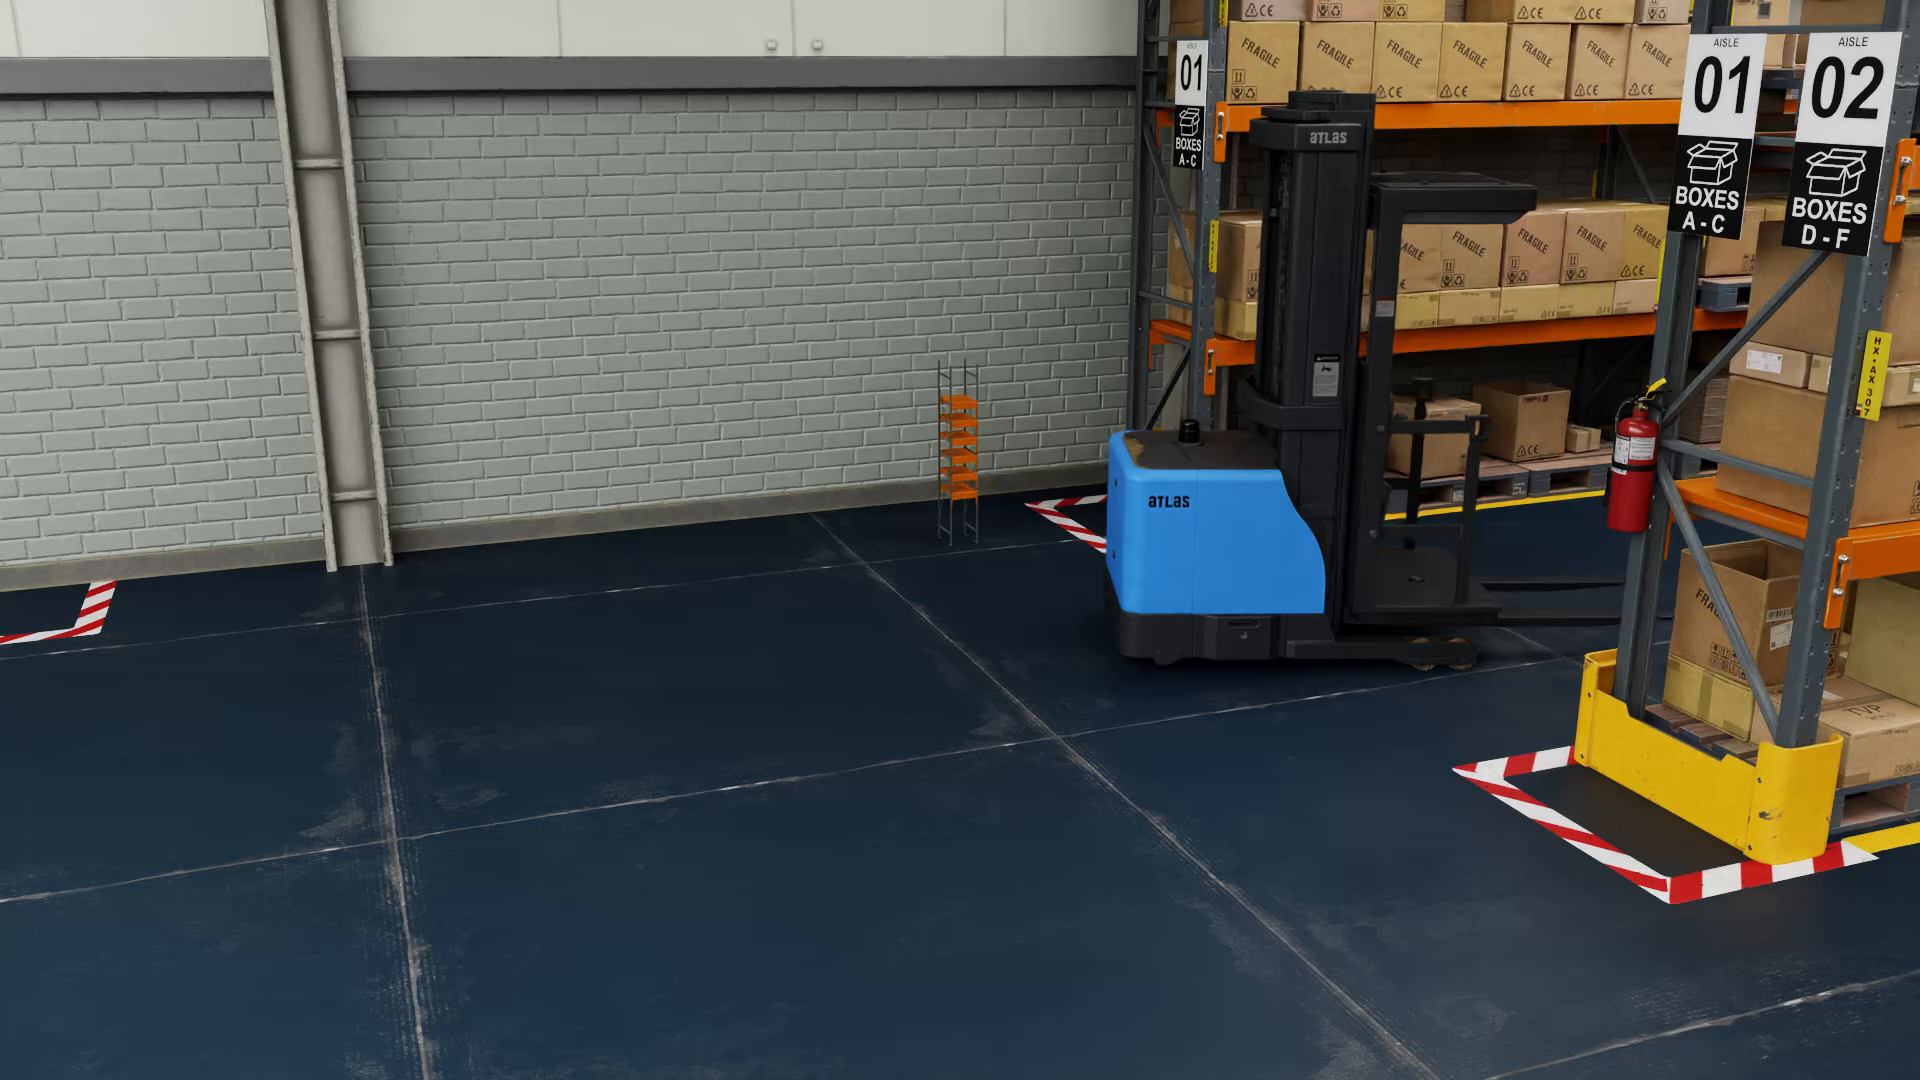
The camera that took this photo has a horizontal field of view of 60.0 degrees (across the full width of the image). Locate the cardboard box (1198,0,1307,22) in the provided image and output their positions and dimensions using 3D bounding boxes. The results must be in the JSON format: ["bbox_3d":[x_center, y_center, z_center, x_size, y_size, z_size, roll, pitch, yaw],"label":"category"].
[{"bbox_3d":[1.872,-3.559,10.583,0.500,0.500,0.500,-8,18,-24],"label":"cardboard box"}]

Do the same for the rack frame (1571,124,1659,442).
[{"bbox_3d":[5.160,-2.011,12.622,0.127,3.000,1.000,-6,17,-20],"label":"rack frame"}]

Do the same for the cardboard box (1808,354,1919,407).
[{"bbox_3d":[3.645,-0.647,6.648,0.250,0.149,0.380,-6,18,-20],"label":"cardboard box"}]

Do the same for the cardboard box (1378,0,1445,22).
[{"bbox_3d":[2.833,-3.651,10.896,0.500,0.500,0.500,-6,17,-19],"label":"cardboard box"}]

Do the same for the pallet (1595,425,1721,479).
[{"bbox_3d":[5.887,-0.752,13.284,1.213,0.211,1.003,-6,17,-20],"label":"pallet"}]

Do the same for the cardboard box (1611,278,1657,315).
[{"bbox_3d":[4.826,-1.821,12.206,0.500,0.250,0.500,-6,17,-20],"label":"cardboard box"}]

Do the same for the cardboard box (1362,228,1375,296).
[{"bbox_3d":[2.444,-1.921,11.217,0.500,0.500,0.500,-6,17,-20],"label":"cardboard box"}]

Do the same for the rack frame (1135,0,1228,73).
[{"bbox_3d":[1.425,-4.486,10.403,0.127,3.000,1.000,-6,17,-20],"label":"rack frame"}]

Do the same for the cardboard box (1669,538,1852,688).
[{"bbox_3d":[3.595,0.321,7.485,0.500,0.500,0.500,-6,17,-20],"label":"cardboard box"}]

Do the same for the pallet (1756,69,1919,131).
[{"bbox_3d":[3.871,-1.766,6.621,1.213,0.211,1.003,-6,17,-20],"label":"pallet"}]

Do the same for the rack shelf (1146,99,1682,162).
[{"bbox_3d":[3.293,-2.903,11.614,4.000,0.370,1.077,-6,17,-20],"label":"rack shelf"}]

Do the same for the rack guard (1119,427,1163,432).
[{"bbox_3d":[1.496,-0.416,11.627,0.348,0.500,1.175,-6,17,-20],"label":"rack guard"}]

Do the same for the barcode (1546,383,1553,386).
[{"bbox_3d":[4.570,-1.185,12.897,0.075,0.075,0.001,-6,17,-20],"label":"barcode"}]

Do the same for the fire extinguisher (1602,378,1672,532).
[{"bbox_3d":[2.925,-0.378,7.198,0.183,0.674,0.296,-6,17,-20],"label":"fire extinguisher"}]

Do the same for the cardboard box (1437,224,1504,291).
[{"bbox_3d":[3.406,-2.027,11.576,0.500,0.500,0.500,-6,17,-18],"label":"cardboard box"}]

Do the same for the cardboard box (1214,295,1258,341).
[{"bbox_3d":[1.994,-1.511,11.150,0.500,0.250,0.500,-7,18,-22],"label":"cardboard box"}]

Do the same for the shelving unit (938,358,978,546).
[{"bbox_3d":[-0.014,-0.574,10.924,0.189,1.200,0.258,-6,17,-20],"label":"shelving unit"}]

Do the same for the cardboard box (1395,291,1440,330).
[{"bbox_3d":[2.952,-1.617,11.511,0.500,0.250,0.500,-6,18,-21],"label":"cardboard box"}]

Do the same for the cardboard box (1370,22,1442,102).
[{"bbox_3d":[2.825,-3.170,11.034,0.500,0.500,0.500,-5,17,-18],"label":"cardboard box"}]

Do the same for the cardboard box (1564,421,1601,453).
[{"bbox_3d":[4.671,-0.801,12.749,0.250,0.166,0.380,-9,18,-27],"label":"cardboard box"}]

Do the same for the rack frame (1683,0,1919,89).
[{"bbox_3d":[3.201,-3.183,5.966,0.127,3.000,1.000,-6,17,-20],"label":"rack frame"}]

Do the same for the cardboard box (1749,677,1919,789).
[{"bbox_3d":[3.782,0.818,7.125,0.500,0.250,0.500,-6,17,-20],"label":"cardboard box"}]

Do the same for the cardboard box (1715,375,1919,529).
[{"bbox_3d":[3.642,-0.396,6.946,0.500,0.500,0.700,-6,17,-20],"label":"cardboard box"}]

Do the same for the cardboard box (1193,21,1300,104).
[{"bbox_3d":[1.827,-3.072,10.700,0.500,0.500,0.500,-6,17,-19],"label":"cardboard box"}]

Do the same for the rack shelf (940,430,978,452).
[{"bbox_3d":[-0.014,-0.647,10.903,0.180,0.103,0.258,-6,17,-20],"label":"rack shelf"}]

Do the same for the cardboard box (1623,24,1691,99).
[{"bbox_3d":[4.775,-3.391,11.787,0.500,0.500,0.500,-6,17,-19],"label":"cardboard box"}]

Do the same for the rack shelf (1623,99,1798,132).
[{"bbox_3d":[7.028,-3.307,12.987,4.000,0.370,1.077,-6,17,-20],"label":"rack shelf"}]

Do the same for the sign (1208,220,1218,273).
[{"bbox_3d":[1.619,-1.880,10.641,0.005,0.325,0.100,-6,17,-20],"label":"sign"}]

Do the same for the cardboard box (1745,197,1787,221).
[{"bbox_3d":[6.172,-2.367,12.876,0.500,0.500,0.700,-4,17,-14],"label":"cardboard box"}]

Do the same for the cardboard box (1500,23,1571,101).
[{"bbox_3d":[3.796,-3.278,11.401,0.500,0.500,0.500,-7,18,-22],"label":"cardboard box"}]

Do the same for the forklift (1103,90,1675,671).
[{"bbox_3d":[2.348,-0.869,8.856,3.031,2.935,1.130,0,16,-1],"label":"forklift"}]

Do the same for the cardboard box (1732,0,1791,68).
[{"bbox_3d":[5.699,-3.734,12.242,0.500,0.500,0.500,-4,17,-12],"label":"cardboard box"}]

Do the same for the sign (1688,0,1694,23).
[{"bbox_3d":[3.020,-2.275,6.766,0.005,0.325,0.100,-6,17,-20],"label":"sign"}]

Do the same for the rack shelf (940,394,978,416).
[{"bbox_3d":[-0.014,-0.877,10.835,0.180,0.103,0.258,-6,17,-20],"label":"rack shelf"}]

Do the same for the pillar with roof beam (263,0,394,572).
[{"bbox_3d":[-2.293,-3.047,5.502,0.400,9.000,9.100,-6,17,-20],"label":"pillar with roof beam"}]

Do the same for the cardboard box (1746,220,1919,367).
[{"bbox_3d":[3.691,-1.024,6.782,0.500,0.500,0.700,-6,17,-20],"label":"cardboard box"}]

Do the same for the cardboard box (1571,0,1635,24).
[{"bbox_3d":[4.279,-3.807,11.428,0.500,0.500,0.500,-5,17,-17],"label":"cardboard box"}]

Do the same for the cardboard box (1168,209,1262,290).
[{"bbox_3d":[1.789,-2.008,11.514,0.500,0.500,0.500,-6,18,-21],"label":"cardboard box"}]

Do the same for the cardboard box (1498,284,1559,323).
[{"bbox_3d":[3.894,-1.718,11.856,0.500,0.250,0.500,-6,17,-20],"label":"cardboard box"}]

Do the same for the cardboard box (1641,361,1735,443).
[{"bbox_3d":[5.842,-1.101,13.180,0.500,0.500,0.700,-6,17,-18],"label":"cardboard box"}]

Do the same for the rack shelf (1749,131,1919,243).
[{"bbox_3d":[5.069,-1.600,7.177,4.000,0.370,1.077,-6,17,-20],"label":"rack shelf"}]

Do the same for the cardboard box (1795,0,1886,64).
[{"bbox_3d":[3.739,-2.119,6.489,0.637,0.503,0.797,-5,17,-16],"label":"cardboard box"}]

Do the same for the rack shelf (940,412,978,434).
[{"bbox_3d":[-0.014,-0.762,10.869,0.180,0.103,0.258,-6,17,-20],"label":"rack shelf"}]

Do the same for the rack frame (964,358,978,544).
[{"bbox_3d":[0.072,-0.583,10.956,0.006,1.200,0.240,-6,17,-20],"label":"rack frame"}]

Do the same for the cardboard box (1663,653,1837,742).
[{"bbox_3d":[3.596,0.681,7.589,0.500,0.250,0.500,-6,17,-20],"label":"cardboard box"}]

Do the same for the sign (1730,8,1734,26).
[{"bbox_3d":[5.362,-3.556,11.643,0.005,0.325,0.100,-6,17,-20],"label":"sign"}]

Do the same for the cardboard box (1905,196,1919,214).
[{"bbox_3d":[7.305,-2.492,13.301,0.500,0.500,0.700,-6,17,-20],"label":"cardboard box"}]

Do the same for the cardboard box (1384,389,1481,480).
[{"bbox_3d":[3.339,-0.784,12.099,0.500,0.500,0.700,-7,18,-24],"label":"cardboard box"}]

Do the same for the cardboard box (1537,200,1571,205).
[{"bbox_3d":[4.162,-2.265,12.386,0.500,0.500,0.500,-6,17,-20],"label":"cardboard box"}]

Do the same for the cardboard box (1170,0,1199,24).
[{"bbox_3d":[1.734,-3.696,11.051,0.500,0.500,0.500,-5,17,-18],"label":"cardboard box"}]

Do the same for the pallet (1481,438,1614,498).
[{"bbox_3d":[4.546,-0.596,12.753,1.213,0.211,1.003,-6,17,-20],"label":"pallet"}]

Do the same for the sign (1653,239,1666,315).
[{"bbox_3d":[3.020,-1.118,7.106,0.005,0.325,0.100,-6,17,-20],"label":"sign"}]

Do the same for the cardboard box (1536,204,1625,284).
[{"bbox_3d":[4.365,-2.127,11.919,0.500,0.500,0.500,-6,17,-20],"label":"cardboard box"}]

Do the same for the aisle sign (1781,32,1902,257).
[{"bbox_3d":[3.249,-1.465,6.148,0.004,0.787,0.394,-6,17,-20],"label":"aisle sign"}]

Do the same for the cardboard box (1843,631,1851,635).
[{"bbox_3d":[4.525,0.577,7.945,0.500,0.250,0.500,-6,17,-20],"label":"cardboard box"}]
